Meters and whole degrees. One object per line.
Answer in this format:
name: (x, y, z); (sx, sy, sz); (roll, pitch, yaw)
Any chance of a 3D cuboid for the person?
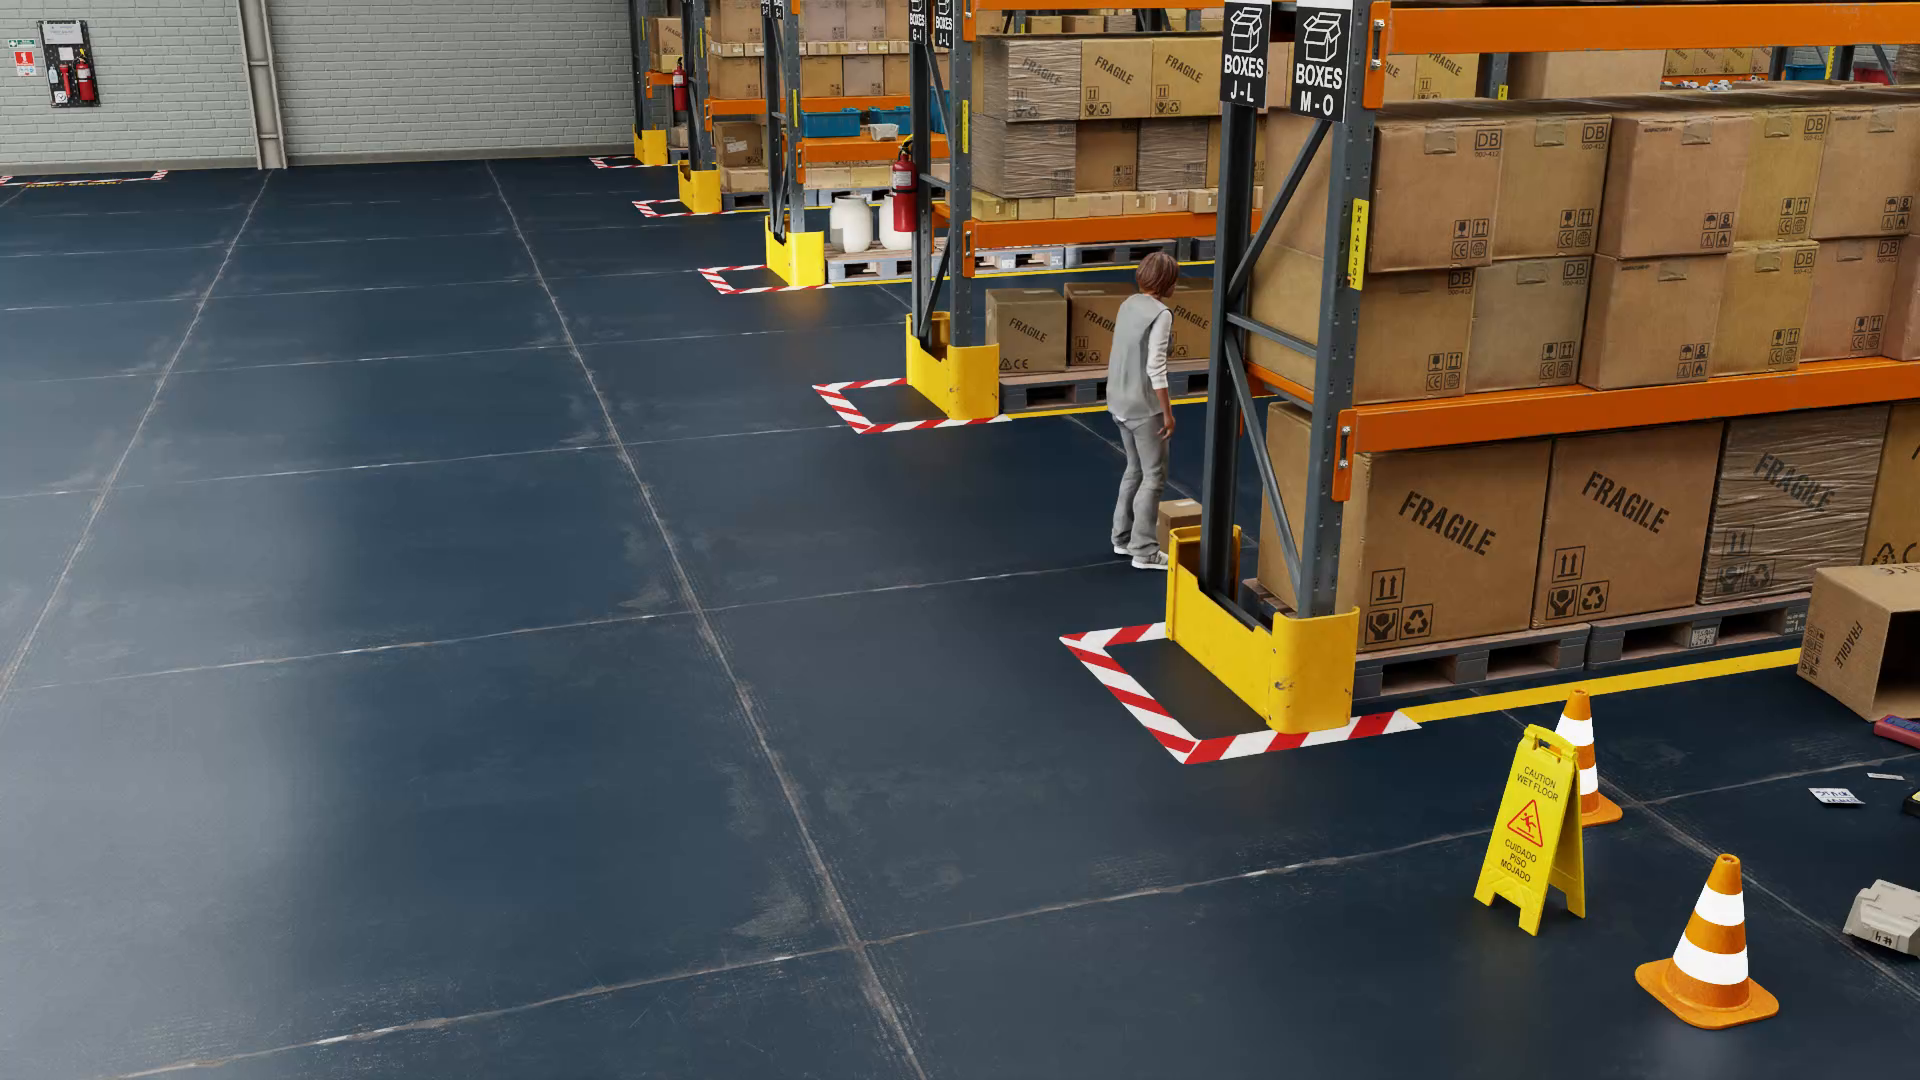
person: (0.933, -0.658, 8.440); (0.344, 1.593, 0.485); (-8, 21, -20)
